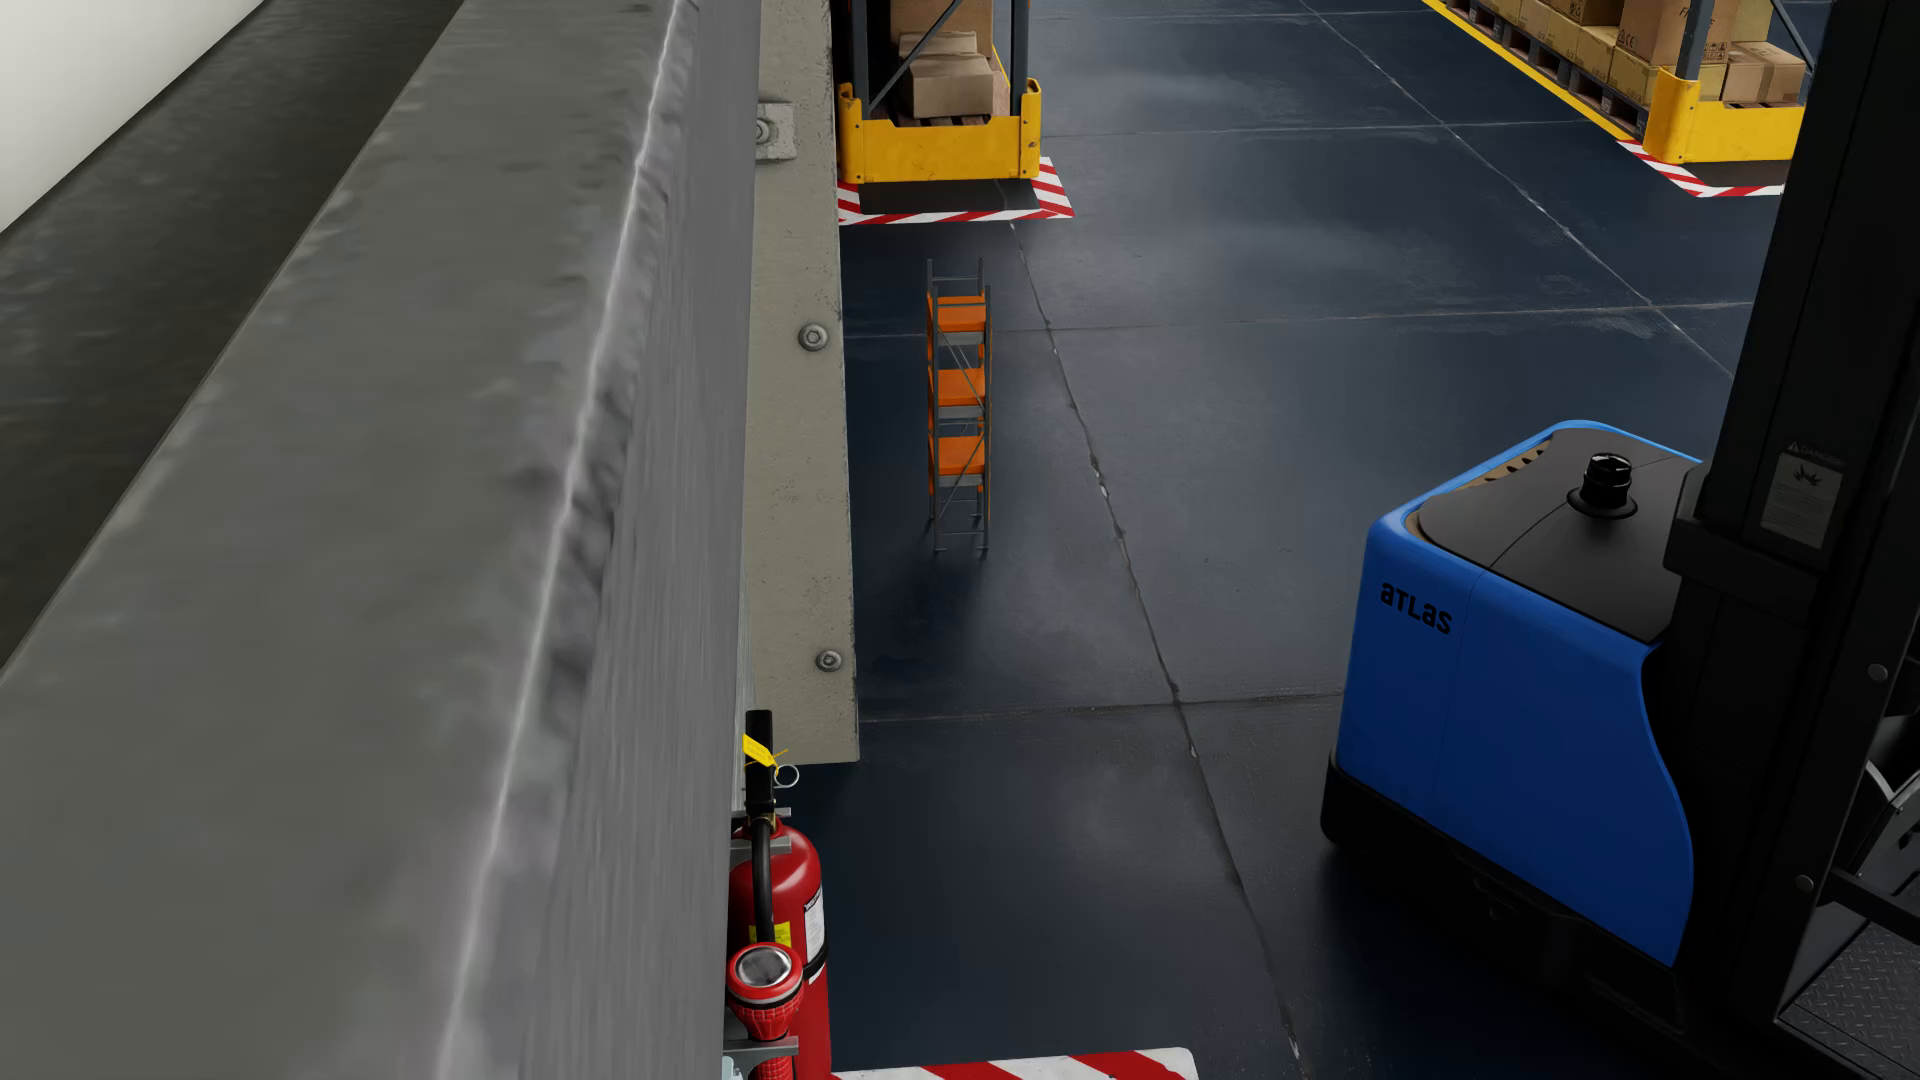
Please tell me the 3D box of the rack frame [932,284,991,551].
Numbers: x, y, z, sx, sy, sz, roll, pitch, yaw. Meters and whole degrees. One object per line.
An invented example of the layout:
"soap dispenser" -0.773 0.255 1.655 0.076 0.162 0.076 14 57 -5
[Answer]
"rack frame" 0.006 -0.416 5.922 0.200 1.050 0.008 -3 31 -5

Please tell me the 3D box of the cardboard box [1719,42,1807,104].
"cardboard box" 4.988 -2.973 10.575 0.500 0.250 0.500 -3 31 -5

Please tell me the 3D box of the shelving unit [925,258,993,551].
"shelving unit" -0.005 -0.478 6.027 0.215 1.050 0.252 -3 31 -5

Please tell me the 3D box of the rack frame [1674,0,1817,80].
"rack frame" 4.817 -3.689 9.501 1.000 3.000 0.127 -3 31 -5

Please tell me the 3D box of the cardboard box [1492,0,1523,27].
"cardboard box" 4.268 -3.969 12.241 0.500 0.250 0.500 -3 31 -5

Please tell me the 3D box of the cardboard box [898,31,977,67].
"cardboard box" -0.143 -3.133 10.763 0.500 0.311 0.500 0 31 0

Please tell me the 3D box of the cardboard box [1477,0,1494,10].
"cardboard box" 4.226 -4.224 12.669 0.500 0.250 0.500 -3 31 -5

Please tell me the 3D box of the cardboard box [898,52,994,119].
"cardboard box" -0.090 -2.842 10.276 0.500 0.311 0.500 -6 31 -10

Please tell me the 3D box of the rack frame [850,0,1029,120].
"rack frame" -0.115 -3.450 9.101 1.000 3.000 0.127 -3 31 -5

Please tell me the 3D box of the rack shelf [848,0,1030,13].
"rack shelf" -0.302 -4.162 10.995 1.077 0.370 4.000 -3 31 -5

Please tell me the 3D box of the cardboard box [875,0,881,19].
"cardboard box" -0.352 -4.080 12.164 0.500 0.500 0.500 -5 31 -8

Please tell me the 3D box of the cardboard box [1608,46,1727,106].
"cardboard box" 4.473 -2.949 10.533 0.500 0.250 0.500 -3 31 -5

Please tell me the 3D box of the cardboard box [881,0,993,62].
"cardboard box" -0.162 -3.591 11.346 0.700 0.500 0.500 -5 31 -8

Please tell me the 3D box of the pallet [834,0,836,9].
"pallet" -0.563 -4.692 13.900 1.003 0.211 1.213 -3 31 -5

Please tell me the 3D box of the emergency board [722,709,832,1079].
"emergency board" -0.288 0.561 2.386 0.194 1.169 0.643 -3 31 -5

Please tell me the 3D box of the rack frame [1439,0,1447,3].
"rack frame" 4.443 -5.731 12.920 1.000 3.000 0.127 -3 31 -5

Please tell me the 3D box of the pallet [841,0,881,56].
"pallet" -0.391 -3.954 12.663 1.003 0.211 1.213 -3 31 -5

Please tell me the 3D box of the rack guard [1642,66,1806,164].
"rack guard" 4.819 -2.604 10.122 1.175 0.500 0.348 -3 31 -5

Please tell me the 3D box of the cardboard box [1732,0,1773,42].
"cardboard box" 4.940 -3.551 10.810 0.500 0.500 0.500 -3 31 -5

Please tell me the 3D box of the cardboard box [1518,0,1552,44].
"cardboard box" 4.320 -3.714 11.814 0.500 0.250 0.500 -3 31 -5

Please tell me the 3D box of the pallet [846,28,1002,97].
"pallet" -0.274 -3.329 11.618 1.003 0.211 1.213 -3 31 -5

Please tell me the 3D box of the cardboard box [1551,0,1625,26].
"cardboard box" 4.362 -3.780 11.194 0.500 0.500 0.500 -3 31 -5

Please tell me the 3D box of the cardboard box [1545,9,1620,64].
"cardboard box" 4.365 -3.459 11.387 0.500 0.250 0.500 -3 31 -5

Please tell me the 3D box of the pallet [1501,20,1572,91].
"pallet" 4.593 -3.502 11.907 1.003 0.211 1.213 -3 31 -5

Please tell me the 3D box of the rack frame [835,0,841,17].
"rack frame" -0.489 -5.492 12.520 1.000 3.000 0.127 -3 31 -5

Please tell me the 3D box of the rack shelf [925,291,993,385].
"rack shelf" -0.005 -0.713 5.886 0.215 0.259 0.240 -3 31 -5

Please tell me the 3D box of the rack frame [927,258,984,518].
"rack frame" -0.016 -0.540 6.131 0.200 1.050 0.008 -3 31 -5

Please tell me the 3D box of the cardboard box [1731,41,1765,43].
"cardboard box" 4.938 -3.229 11.002 0.500 0.250 0.500 -3 31 -5

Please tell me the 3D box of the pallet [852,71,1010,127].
"pallet" -0.163 -2.708 10.578 1.003 0.211 1.213 -3 31 -5

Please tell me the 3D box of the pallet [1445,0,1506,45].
"pallet" 4.476 -4.126 12.952 1.003 0.211 1.213 -3 31 -5

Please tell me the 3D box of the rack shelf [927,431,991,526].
"rack shelf" -0.005 -0.230 6.174 0.215 0.259 0.240 -3 31 -5

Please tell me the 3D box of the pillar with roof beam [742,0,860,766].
"pillar with roof beam" 3.805 -3.484 3.308 9.100 9.000 0.400 -3 31 -5

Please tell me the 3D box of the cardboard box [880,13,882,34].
"cardboard box" -0.359 -3.640 11.769 0.380 0.149 0.250 -5 31 -9

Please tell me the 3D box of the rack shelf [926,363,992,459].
"rack shelf" -0.005 -0.469 6.032 0.215 0.259 0.240 -3 31 -5

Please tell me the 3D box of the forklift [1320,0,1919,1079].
"forklift" 2.368 0.031 3.340 1.130 2.935 3.031 -24 38 -34

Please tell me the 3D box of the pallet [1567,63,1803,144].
"pallet" 4.704 -2.881 10.866 1.003 0.211 1.213 -3 31 -5

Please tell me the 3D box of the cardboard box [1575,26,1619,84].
"cardboard box" 4.414 -3.203 10.960 0.500 0.250 0.500 -3 31 -5

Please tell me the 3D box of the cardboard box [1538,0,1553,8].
"cardboard box" 4.317 -4.036 11.622 0.500 0.500 0.500 -3 31 -5

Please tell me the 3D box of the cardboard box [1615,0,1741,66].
"cardboard box" 4.470 -3.270 10.341 0.500 0.500 0.500 -3 31 -5

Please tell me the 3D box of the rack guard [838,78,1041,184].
"rack guard" -0.122 -2.416 9.807 1.175 0.500 0.348 -3 31 -5
